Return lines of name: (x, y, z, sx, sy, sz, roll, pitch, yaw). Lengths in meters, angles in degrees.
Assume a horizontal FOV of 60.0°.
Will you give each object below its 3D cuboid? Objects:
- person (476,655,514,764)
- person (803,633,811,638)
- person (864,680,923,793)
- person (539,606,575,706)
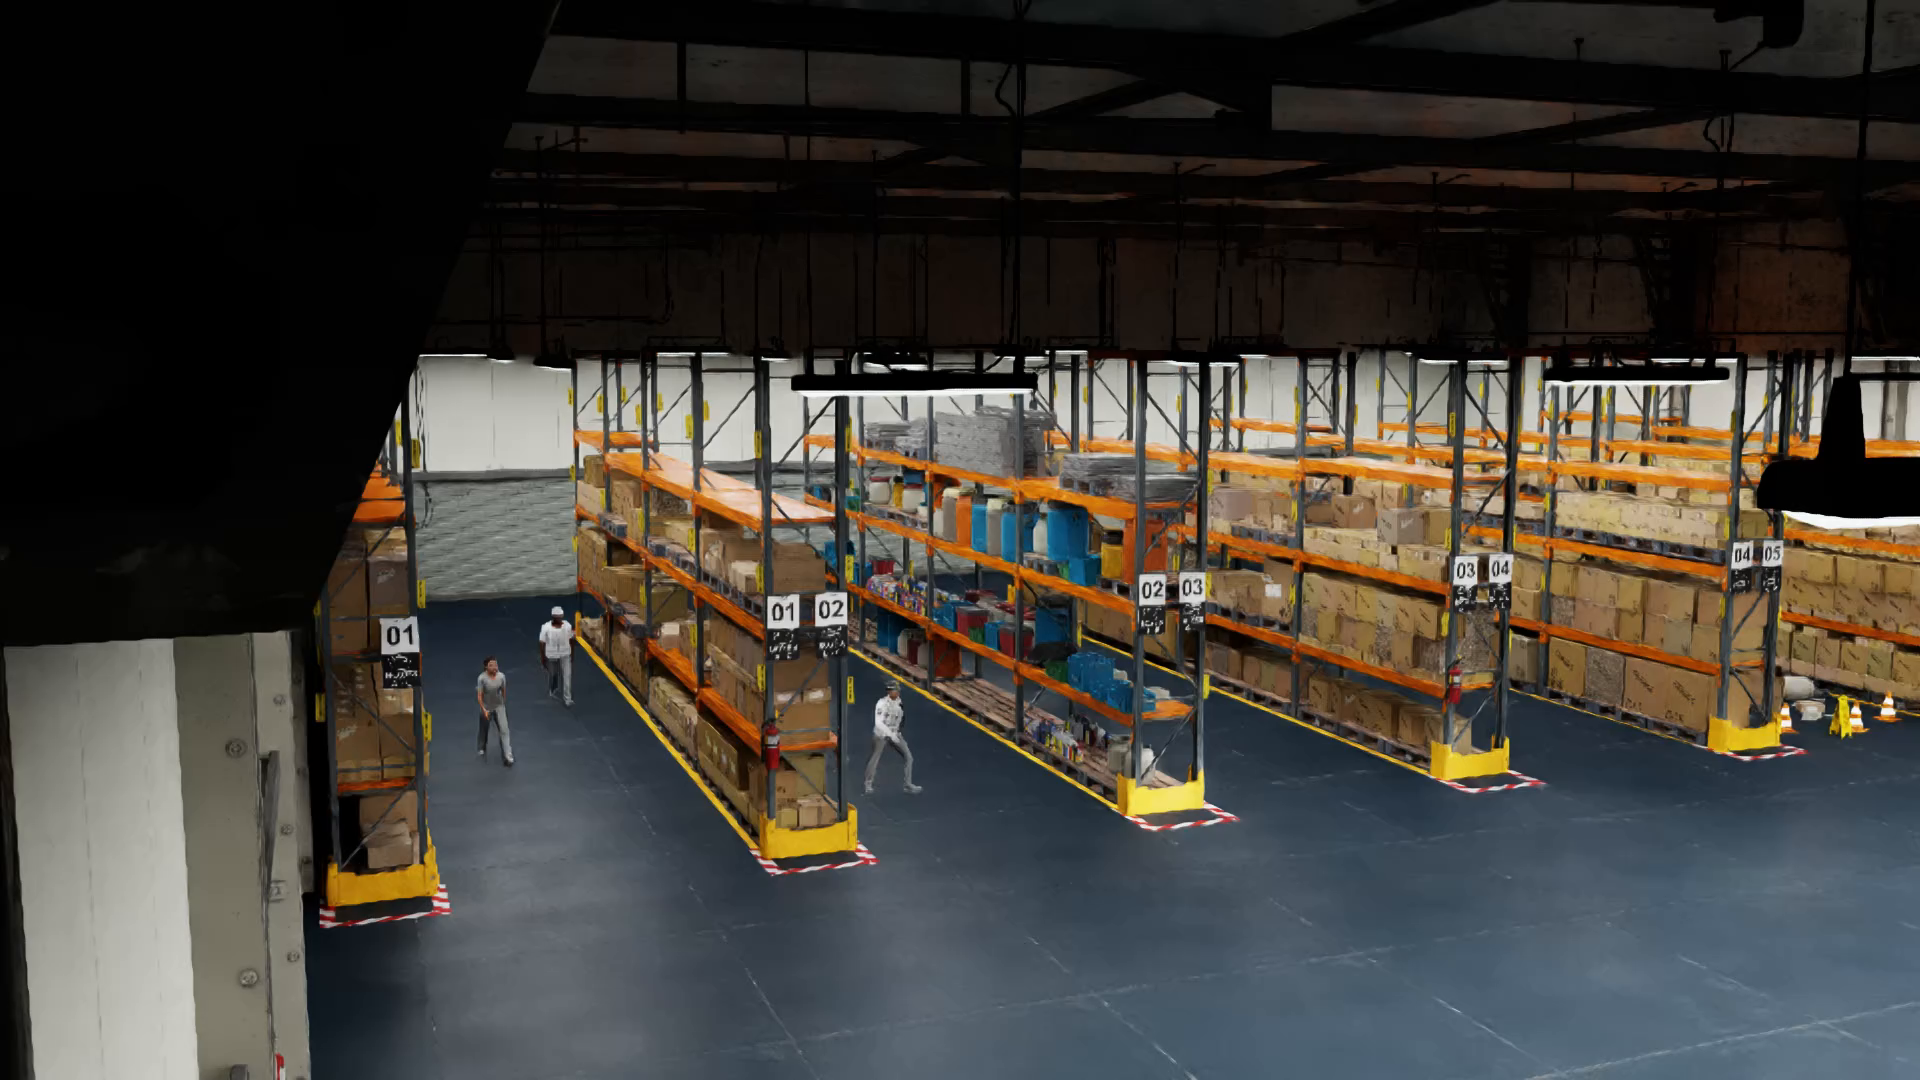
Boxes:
person: (-6.911, 2.479, 24.556, 0.466, 1.588, 1.081, -4, 8, -30)
person: (-3.095, 1.473, 32.496, 0.494, 1.693, 0.541, 0, 7, -3)
person: (-0.979, 2.692, 22.871, 0.632, 1.616, 0.754, -6, 9, -41)
person: (-6.885, 1.954, 28.425, 0.573, 1.691, 1.121, -2, 7, -19)
